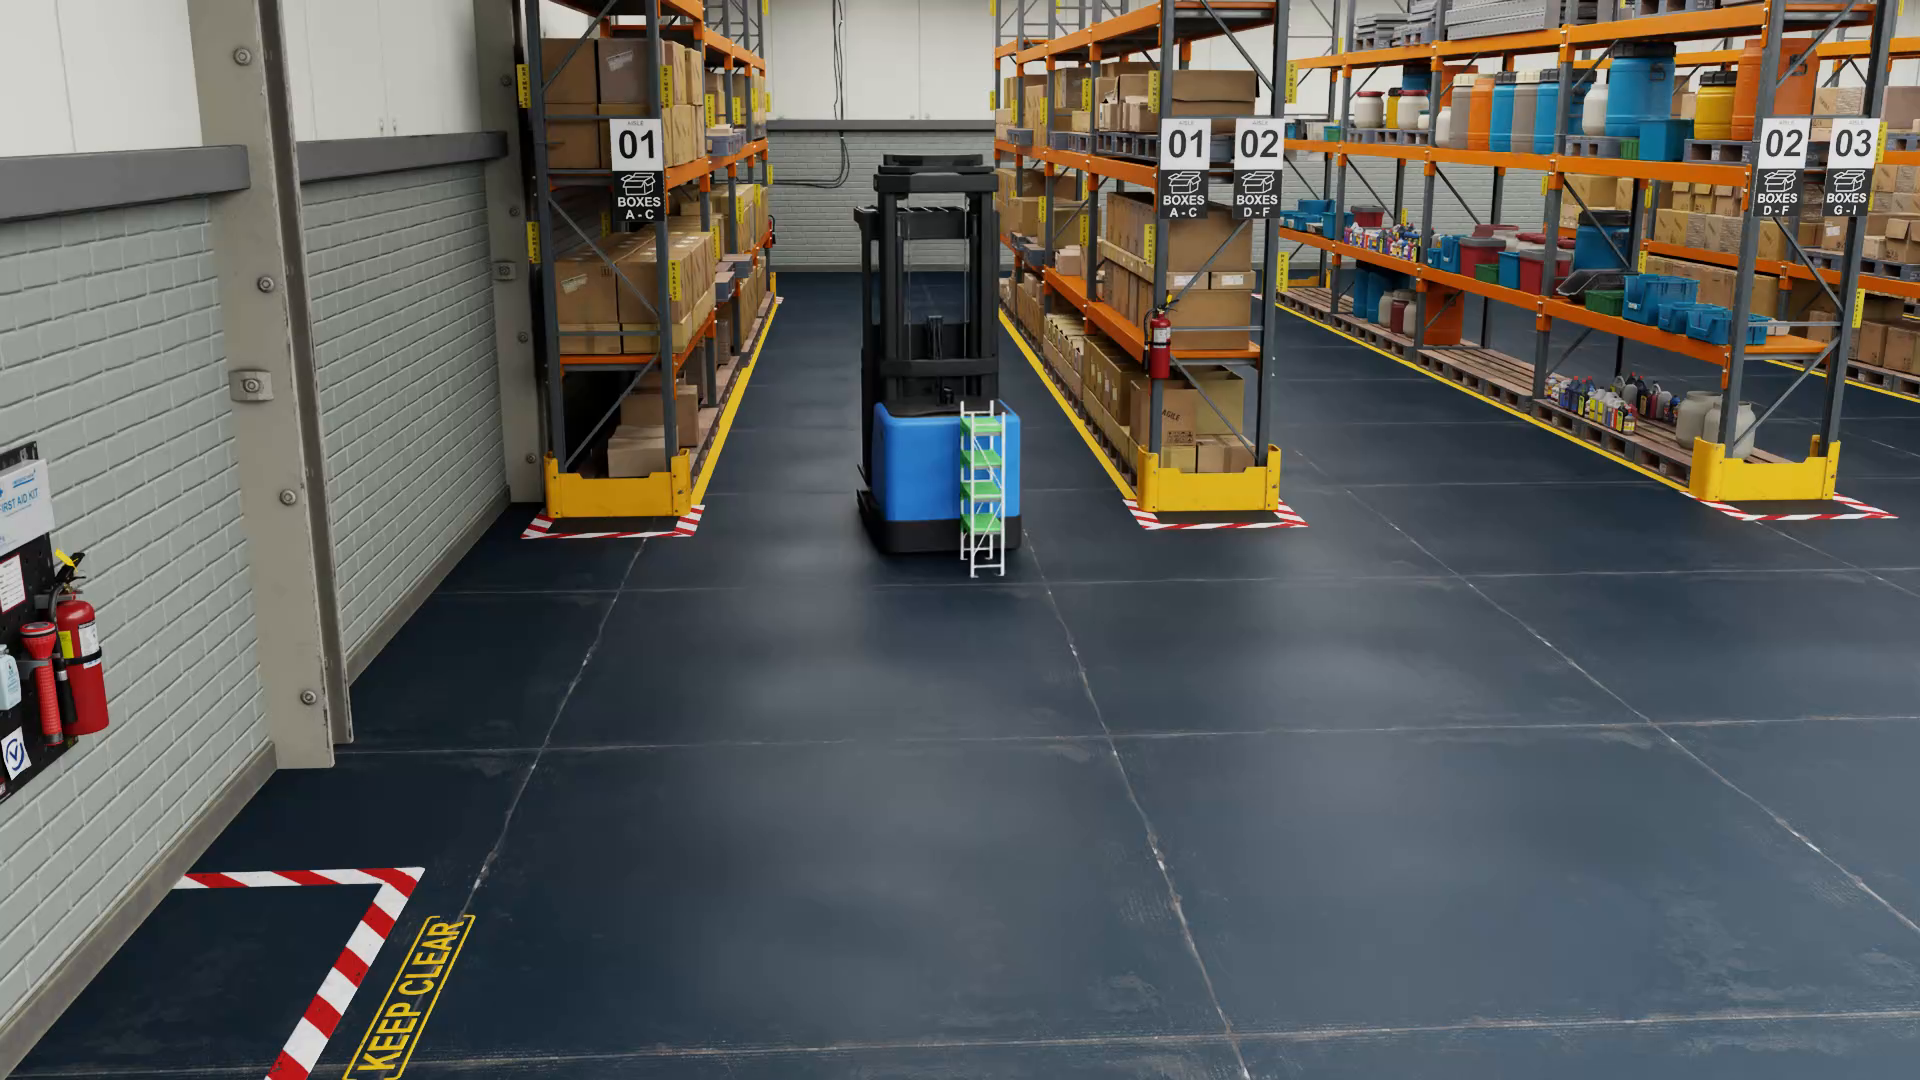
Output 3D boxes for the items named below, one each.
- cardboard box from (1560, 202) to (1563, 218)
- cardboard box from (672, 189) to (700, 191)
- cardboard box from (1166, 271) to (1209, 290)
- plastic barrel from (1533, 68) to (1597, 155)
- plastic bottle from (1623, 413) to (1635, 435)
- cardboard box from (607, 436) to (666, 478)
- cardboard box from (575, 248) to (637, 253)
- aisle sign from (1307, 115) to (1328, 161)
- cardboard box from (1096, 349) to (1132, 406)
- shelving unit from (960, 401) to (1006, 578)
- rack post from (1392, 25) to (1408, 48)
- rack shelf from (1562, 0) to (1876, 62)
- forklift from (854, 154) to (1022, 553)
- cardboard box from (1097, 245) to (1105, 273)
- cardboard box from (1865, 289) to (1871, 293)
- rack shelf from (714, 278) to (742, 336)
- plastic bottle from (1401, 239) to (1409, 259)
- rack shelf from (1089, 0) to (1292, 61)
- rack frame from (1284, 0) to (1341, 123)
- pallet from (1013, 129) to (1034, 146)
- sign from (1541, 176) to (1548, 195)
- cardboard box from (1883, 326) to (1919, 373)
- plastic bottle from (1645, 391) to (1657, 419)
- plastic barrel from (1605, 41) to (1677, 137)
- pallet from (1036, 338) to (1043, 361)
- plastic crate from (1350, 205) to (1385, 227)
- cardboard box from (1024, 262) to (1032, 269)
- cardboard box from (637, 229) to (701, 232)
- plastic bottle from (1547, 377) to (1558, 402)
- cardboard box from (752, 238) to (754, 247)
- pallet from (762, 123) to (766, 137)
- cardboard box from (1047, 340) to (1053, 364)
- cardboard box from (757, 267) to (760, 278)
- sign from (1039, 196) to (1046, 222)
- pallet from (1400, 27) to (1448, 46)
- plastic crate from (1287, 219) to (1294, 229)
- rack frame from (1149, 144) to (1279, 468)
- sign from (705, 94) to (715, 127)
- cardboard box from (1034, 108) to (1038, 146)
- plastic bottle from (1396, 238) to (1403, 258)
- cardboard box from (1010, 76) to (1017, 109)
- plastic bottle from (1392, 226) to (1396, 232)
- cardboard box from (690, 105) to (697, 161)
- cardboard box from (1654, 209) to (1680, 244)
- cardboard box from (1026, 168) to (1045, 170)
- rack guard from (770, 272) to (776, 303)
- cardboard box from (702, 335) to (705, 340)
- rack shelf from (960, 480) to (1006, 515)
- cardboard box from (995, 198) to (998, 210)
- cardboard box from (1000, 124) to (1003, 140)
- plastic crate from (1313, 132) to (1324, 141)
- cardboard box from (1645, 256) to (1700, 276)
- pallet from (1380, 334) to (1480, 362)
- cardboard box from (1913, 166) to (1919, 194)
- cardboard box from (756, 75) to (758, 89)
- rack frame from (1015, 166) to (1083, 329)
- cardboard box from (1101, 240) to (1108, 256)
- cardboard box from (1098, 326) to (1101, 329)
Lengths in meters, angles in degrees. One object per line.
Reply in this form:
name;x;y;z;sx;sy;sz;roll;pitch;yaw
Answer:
cardboard box;10.755;-5.824;29.347;0.500;0.250;0.500;-1;14;-5
cardboard box;-3.717;-4.715;22.987;0.500;0.250;0.500;-1;14;-5
cardboard box;1.885;-2.200;14.054;0.380;0.149;0.250;-1;14;-4
plastic barrel;6.547;-4.634;17.991;0.600;0.901;0.708;-1;14;-3
plastic bottle;6.491;-1.128;16.125;0.097;0.201;0.097;0;14;0
cardboard box;-2.798;-0.752;14.443;0.500;0.311;0.500;-3;15;-10
cardboard box;-3.144;-2.336;14.840;0.500;0.500;0.500;-1;14;-5
aisle sign;6.339;-7.081;29.311;0.394;0.787;0.004;-1;14;-3
cardboard box;1.629;-1.606;16.419;0.500;0.500;0.500;-1;14;-3
shelving unit;0.161;-0.372;12.066;0.258;1.200;0.503;-2;15;-8
rack post;6.552;-6.967;23.048;0.937;0.300;0.954;1;14;3
rack shelf;6.919;-4.681;15.408;1.077;0.370;4.000;-1;14;-3
forklift;-0.268;-1.643;13.530;1.130;2.935;3.031;-2;15;-8
cardboard box;1.787;-3.111;18.896;0.500;0.500;0.500;0;14;1
cardboard box;15.731;-4.299;28.594;0.380;0.149;0.250;-2;15;-6
rack shelf;-3.217;-2.811;19.377;1.077;0.370;4.000;-1;14;-3
plastic bottle;6.081;-3.977;22.721;0.097;0.271;0.097;0;14;0
rack shelf;1.975;-4.606;15.114;1.077;0.370;4.000;-1;14;-3
rack frame;6.051;-8.705;28.801;1.000;3.000;0.127;-1;14;-3
pallet;1.393;-5.670;23.401;1.213;0.211;1.003;-1;14;-3
sign;10.441;-6.327;29.700;0.100;0.325;0.005;-1;14;-3
cardboard box;11.676;-2.305;20.101;0.700;0.500;0.500;-2;15;-8
plastic bottle;7.054;-1.387;16.966;0.061;0.283;0.133;-1;14;-3
plastic barrel;6.750;-4.465;16.492;0.600;0.901;0.708;-1;14;-3
pallet;1.594;-2.570;22.593;1.003;0.211;1.213;-1;14;-3
plastic crate;6.494;-5.091;26.544;0.402;0.464;0.583;-1;14;-3
cardboard box;1.387;-4.595;29.000;0.500;0.500;0.500;-1;14;-3
cardboard box;-3.091;-3.051;17.781;0.700;0.500;0.500;-1;14;-3
plastic bottle;6.377;-1.621;17.900;0.097;0.271;0.097;0;14;0
cardboard box;-3.246;-4.398;24.564;0.380;0.149;0.250;-1;14;-2
pallet;-3.780;-6.872;27.875;1.003;0.211;1.213;-1;14;-3
cardboard box;1.374;-2.347;20.802;0.500;0.250;0.500;-1;14;-5
cardboard box;-3.372;-4.235;26.337;0.380;0.149;0.250;0;14;-2
sign;1.062;-4.246;21.346;0.100;0.325;0.005;-1;14;-3
pallet;6.533;-6.610;21.840;1.213;0.211;1.003;-1;14;-3
plastic crate;5.717;-5.385;28.345;0.250;0.136;0.298;-1;14;-3
rack frame;2.099;-1.745;13.789;1.000;3.000;0.127;-1;14;-3
sign;-2.552;-4.376;16.956;0.100;0.325;0.005;-1;14;-3
cardboard box;1.478;-5.600;22.551;0.910;0.500;0.500;-1;14;-3
plastic bottle;6.069;-4.025;22.909;0.097;0.271;0.097;0;14;0
cardboard box;1.178;-7.208;26.794;0.700;0.500;0.500;-1;14;-3
plastic bottle;6.646;-4.652;25.336;0.152;0.276;0.135;-1;14;-3
cardboard box;-2.724;-3.788;15.470;0.500;0.500;0.500;-1;15;-6
cardboard box;11.022;-4.812;25.507;0.500;0.500;0.500;-1;14;-3
cardboard box;1.409;-6.150;28.704;0.500;0.500;0.500;-1;14;-4
rack guard;-3.838;-4.442;29.288;1.175;0.500;0.348;-1;14;-3
cardboard box;-3.229;-2.103;19.314;0.700;0.500;0.500;-1;14;-3
rack shelf;0.161;-0.311;12.082;0.258;0.148;0.480;-2;15;-8
cardboard box;0.872;-5.658;28.797;0.500;0.500;0.500;-1;14;-2
cardboard box;0.936;-6.724;27.420;0.500;0.250;0.500;-1;14;-3
plastic crate;5.841;-6.440;26.547;0.293;0.136;0.466;-1;14;-3
cardboard box;11.302;-3.897;25.574;1.225;0.875;0.875;-1;14;-3
pallet;6.457;-2.655;22.922;1.003;0.211;1.213;-1;14;-3
cardboard box;15.863;-5.851;26.942;0.500;0.500;0.500;-1;14;-5
cardboard box;-3.391;-6.956;25.776;0.500;0.500;0.500;-1;14;-5
rack frame;1.355;-4.729;25.388;1.000;3.000;0.127;-1;14;-3
cardboard box;1.674;-3.033;17.291;0.380;0.149;0.250;-1;14;-4
cardboard box;1.948;-2.497;20.261;0.500;0.311;0.500;-1;14;-4
